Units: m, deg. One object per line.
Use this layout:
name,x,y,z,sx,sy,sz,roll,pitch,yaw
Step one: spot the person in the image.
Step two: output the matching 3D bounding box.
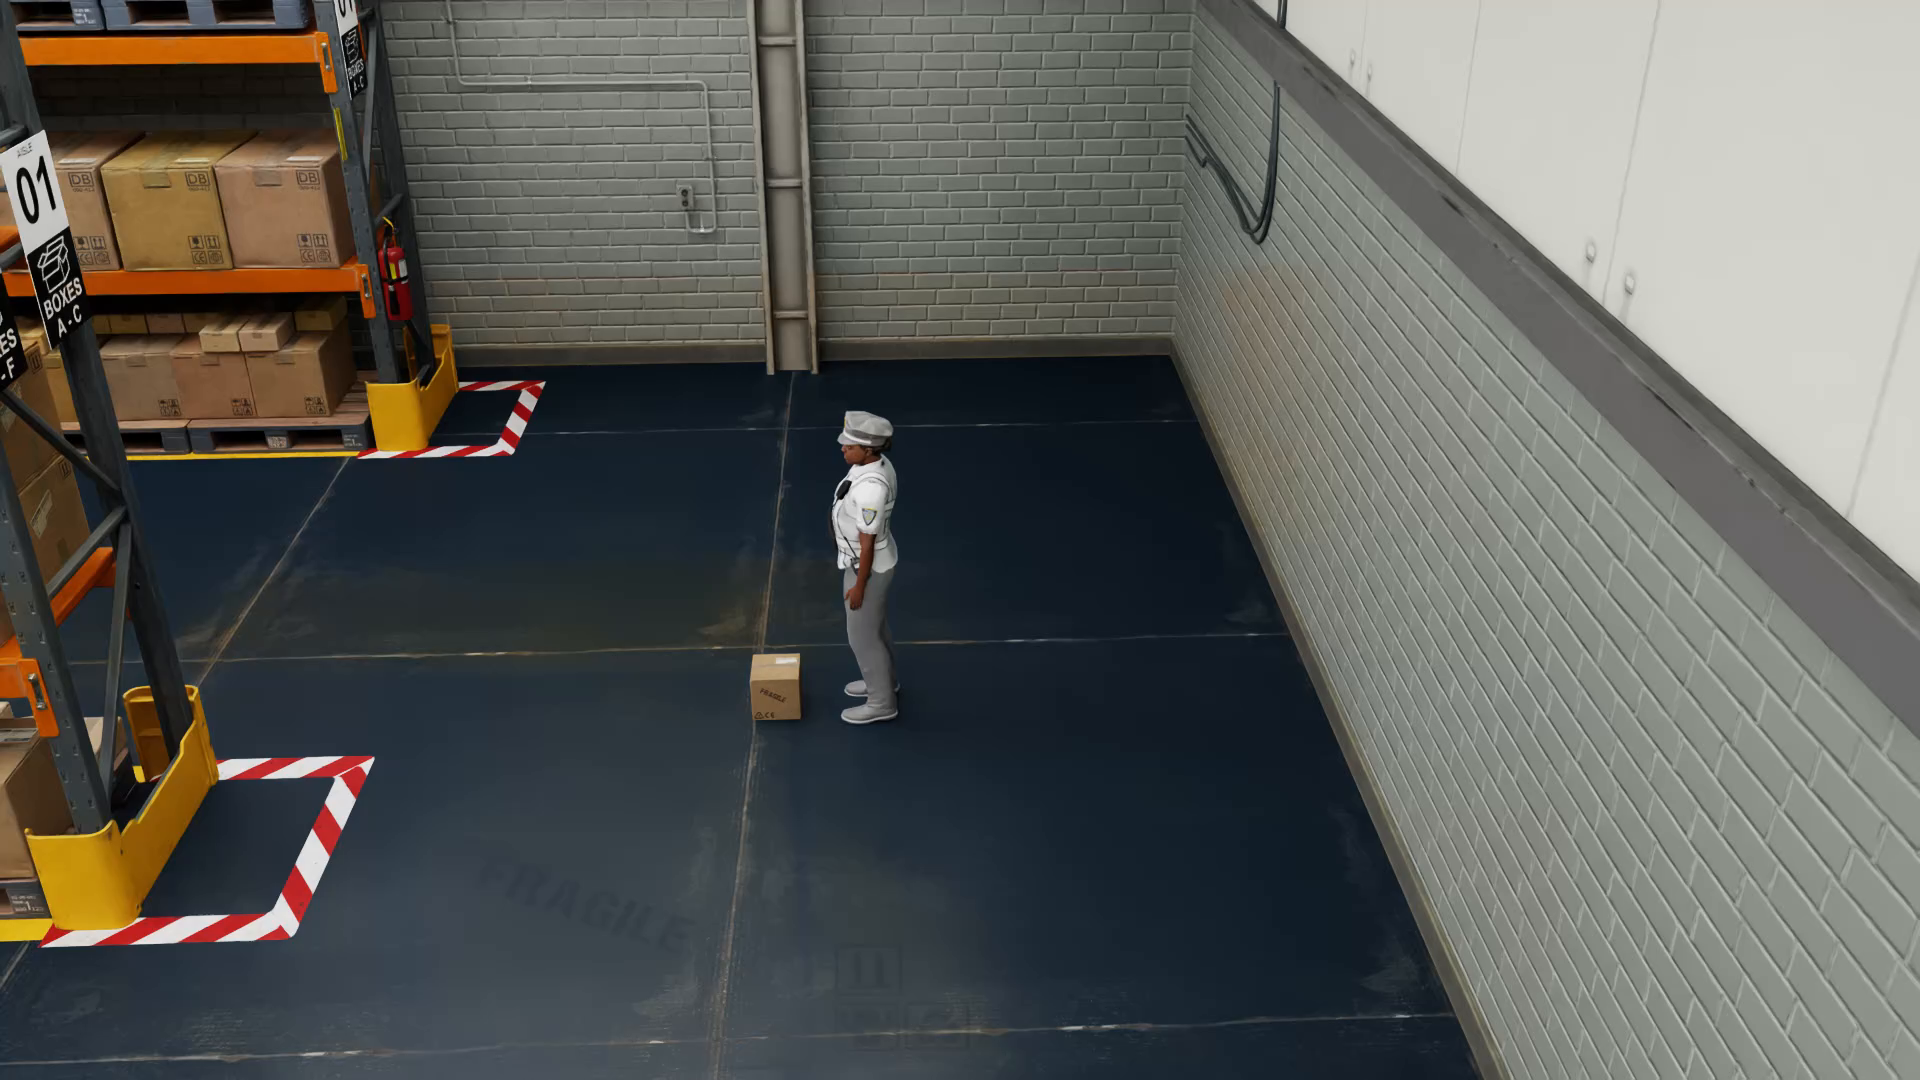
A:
person,-0.477,0.144,8.346,0.341,1.682,0.439,-1,28,-1
